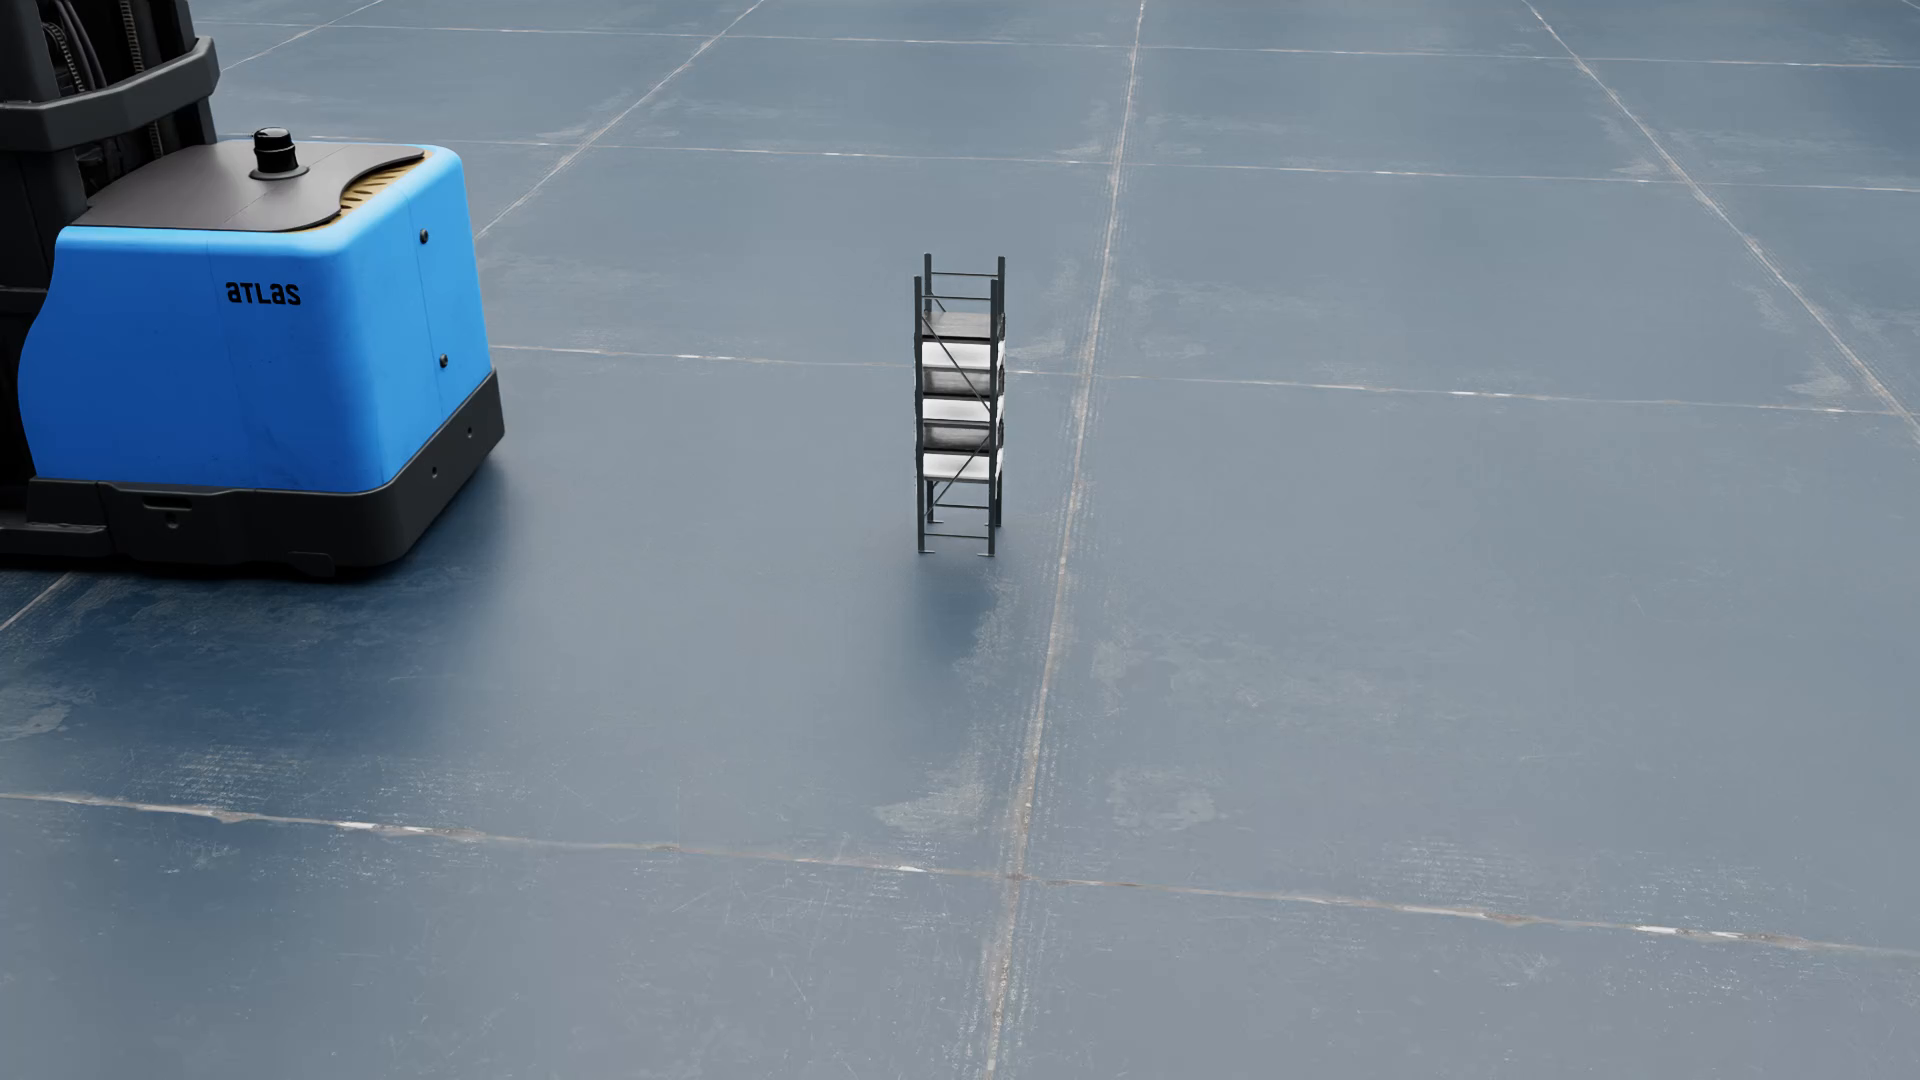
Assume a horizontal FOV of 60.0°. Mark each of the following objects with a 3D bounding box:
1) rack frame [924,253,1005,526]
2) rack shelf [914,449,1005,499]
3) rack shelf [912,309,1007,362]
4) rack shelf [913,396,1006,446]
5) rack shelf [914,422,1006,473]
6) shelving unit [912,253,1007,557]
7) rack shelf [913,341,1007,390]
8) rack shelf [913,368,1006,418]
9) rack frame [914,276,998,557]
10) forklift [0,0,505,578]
[{"bbox_3d":[0.013,-0.448,5.132,0.240,0.900,0.006,3,28,6],"label":"rack frame"},{"bbox_3d":[0.001,-0.212,5.145,0.258,0.077,0.200,3,28,6],"label":"rack shelf"},{"bbox_3d":[0.001,-0.608,4.931,0.258,0.077,0.200,3,28,6],"label":"rack shelf"},{"bbox_3d":[0.001,-0.371,5.059,0.258,0.077,0.200,3,28,6],"label":"rack shelf"},{"bbox_3d":[0.001,-0.291,5.102,0.258,0.077,0.200,3,28,6],"label":"rack shelf"},{"bbox_3d":[0.001,-0.400,5.044,0.258,0.900,0.210,3,28,6],"label":"shelving unit"},{"bbox_3d":[0.001,-0.529,4.974,0.258,0.077,0.200,3,28,6],"label":"rack shelf"},{"bbox_3d":[0.001,-0.450,5.017,0.258,0.077,0.200,3,28,6],"label":"rack shelf"},{"bbox_3d":[-0.011,-0.352,4.955,0.240,0.900,0.006,3,28,6],"label":"rack frame"},{"bbox_3d":[-3.134,-1.466,4.880,3.031,2.935,1.130,3,28,5],"label":"forklift"}]
